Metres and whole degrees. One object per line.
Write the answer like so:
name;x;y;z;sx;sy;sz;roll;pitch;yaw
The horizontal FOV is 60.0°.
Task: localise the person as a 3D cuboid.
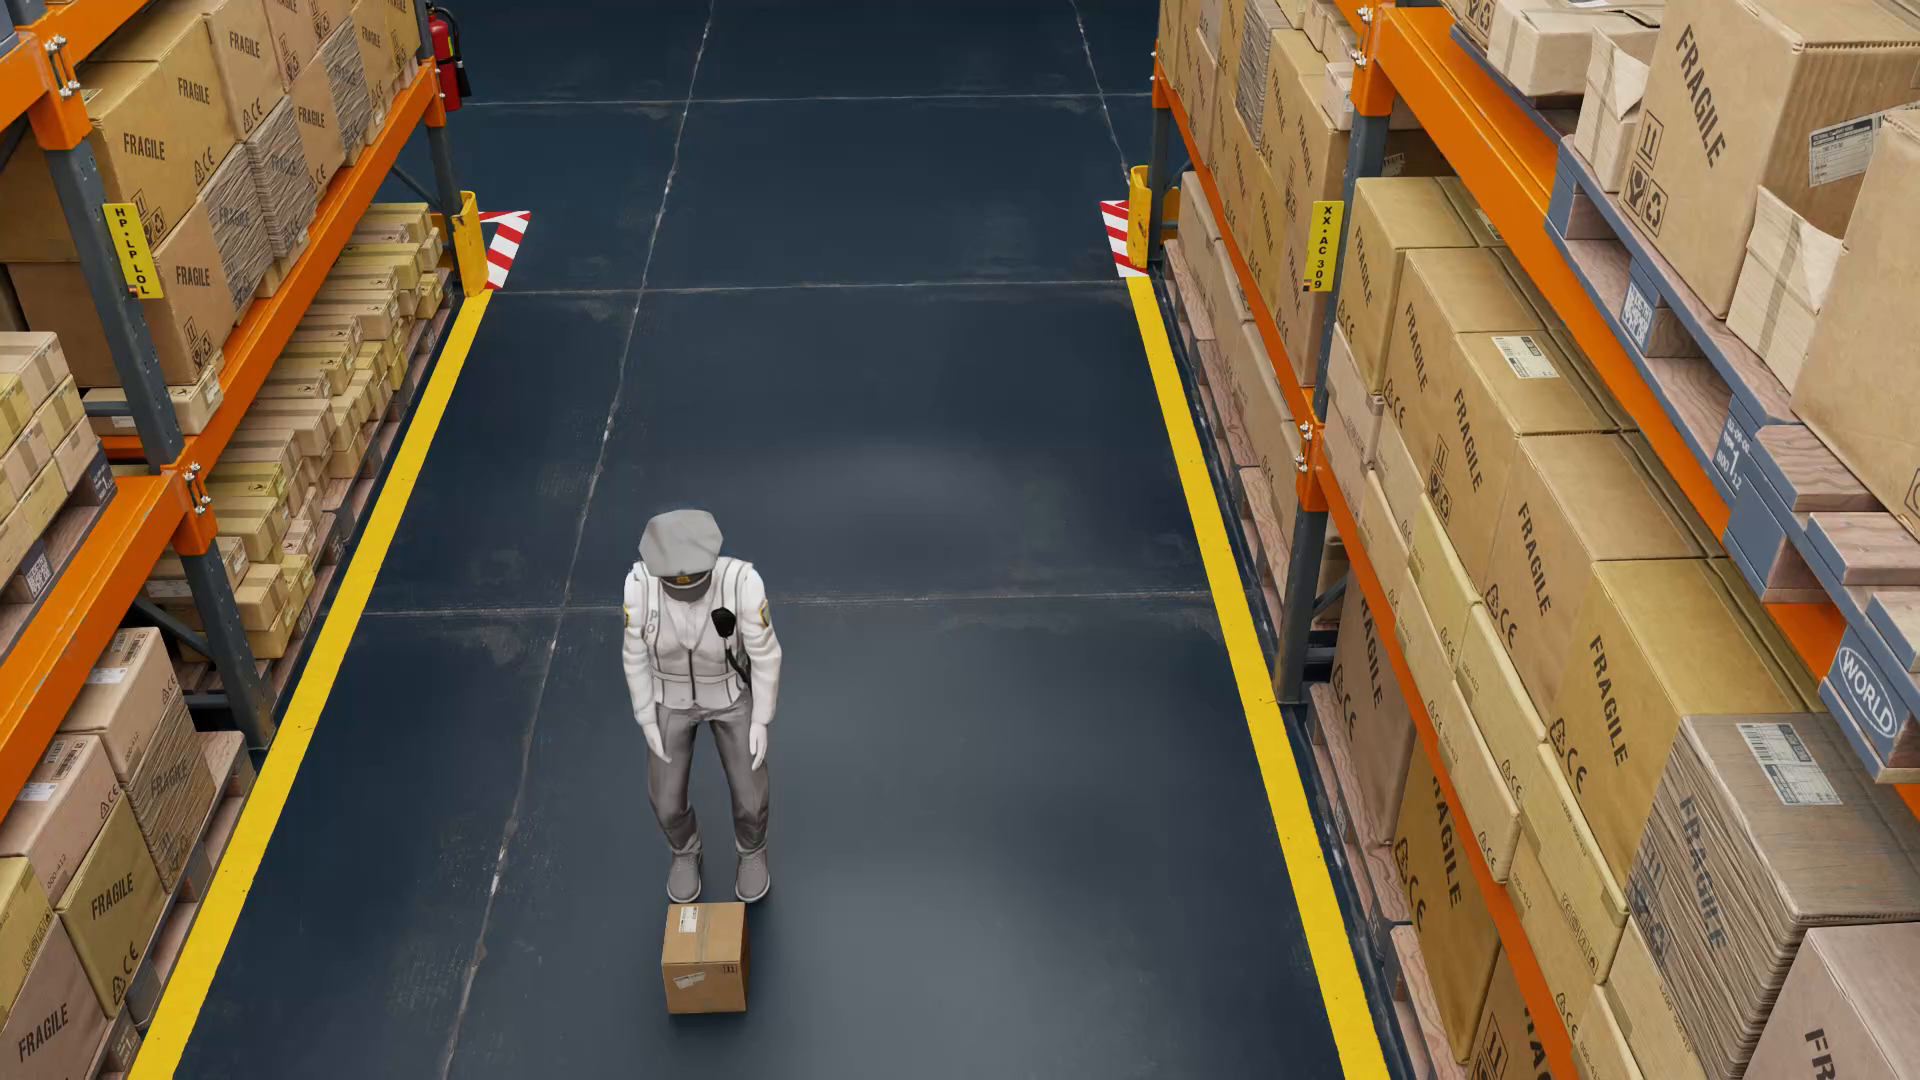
person;-0.824;0.555;5.428;0.508;1.604;0.485;-1;35;-1
